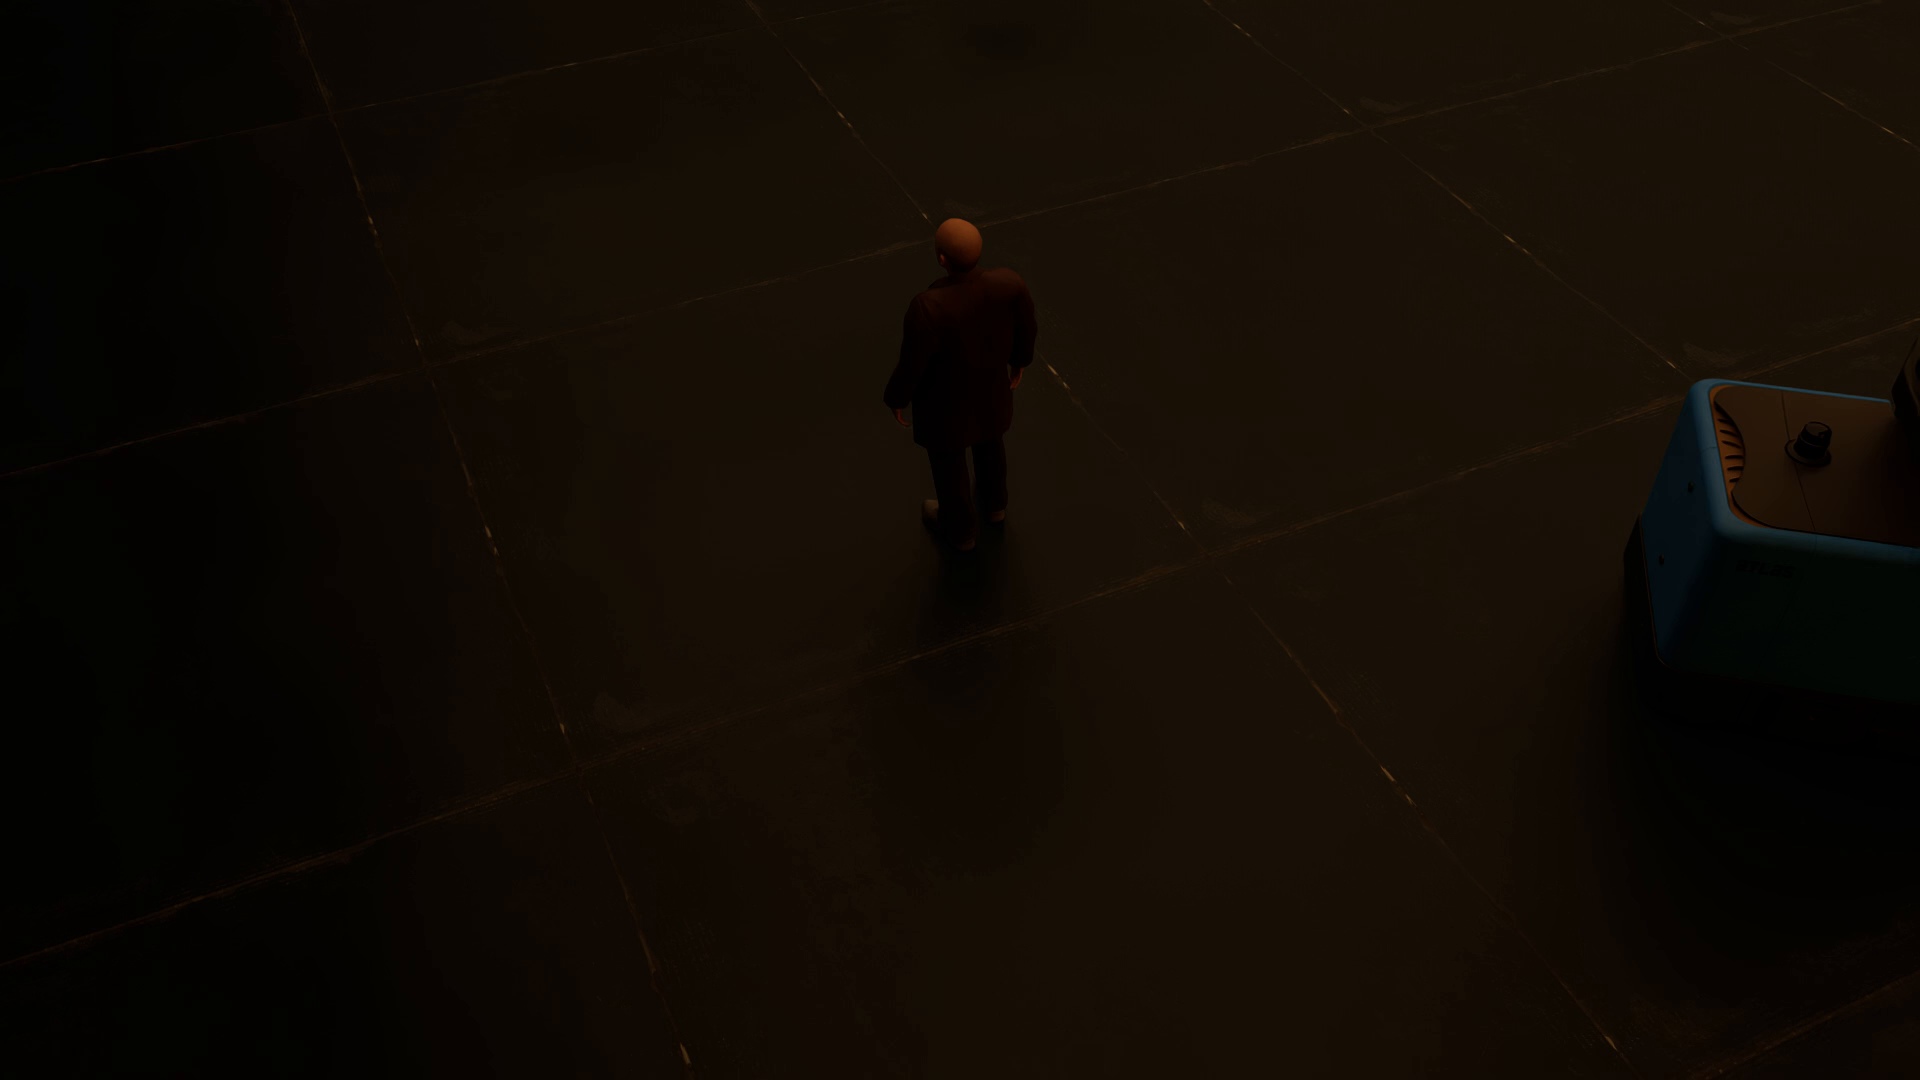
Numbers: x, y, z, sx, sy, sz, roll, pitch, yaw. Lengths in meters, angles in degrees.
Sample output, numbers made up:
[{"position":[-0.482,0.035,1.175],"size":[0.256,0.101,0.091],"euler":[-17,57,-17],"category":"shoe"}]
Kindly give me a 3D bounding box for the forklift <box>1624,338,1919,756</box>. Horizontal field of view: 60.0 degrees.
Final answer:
[{"position":[4.444,-0.448,6.160],"size":[3.031,2.935,1.130],"euler":[8,44,9],"category":"forklift"}]

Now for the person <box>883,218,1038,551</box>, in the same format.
[{"position":[-0.035,-0.713,7.279],"size":[0.698,1.777,0.579],"euler":[-18,46,-18],"category":"person"}]
